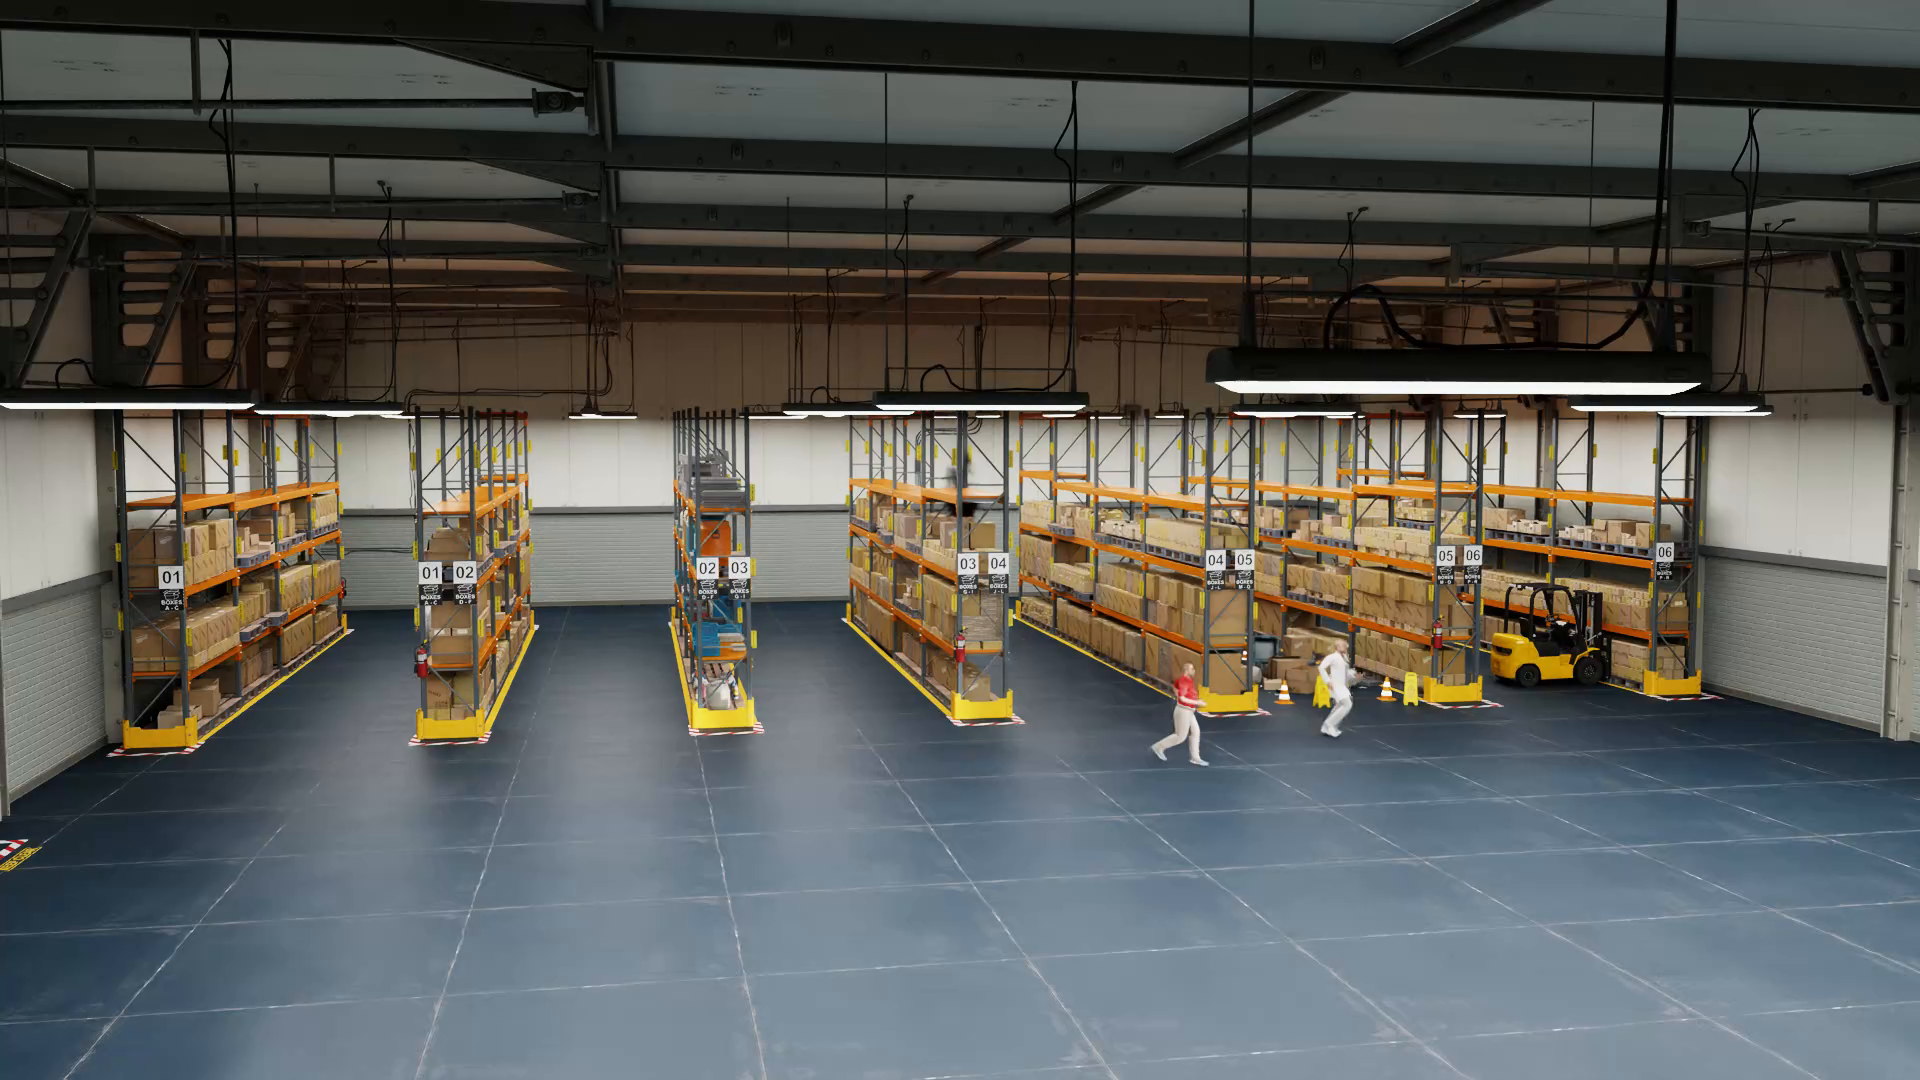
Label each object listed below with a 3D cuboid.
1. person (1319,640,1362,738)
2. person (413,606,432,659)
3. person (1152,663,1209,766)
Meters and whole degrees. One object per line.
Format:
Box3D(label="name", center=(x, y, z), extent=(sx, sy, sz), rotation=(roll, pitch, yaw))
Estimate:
Box3D(label="person", center=(6.925, 2.697, 30.245), extent=(0.714, 1.767, 0.709), rotation=(3, 5, 34))
Box3D(label="person", center=(-12.410, 2.099, 38.838), extent=(0.672, 1.748, 0.679), rotation=(-1, 4, -17))
Box3D(label="person", center=(3.679, 2.898, 27.679), extent=(0.943, 1.719, 0.647), rotation=(1, 4, 13))
